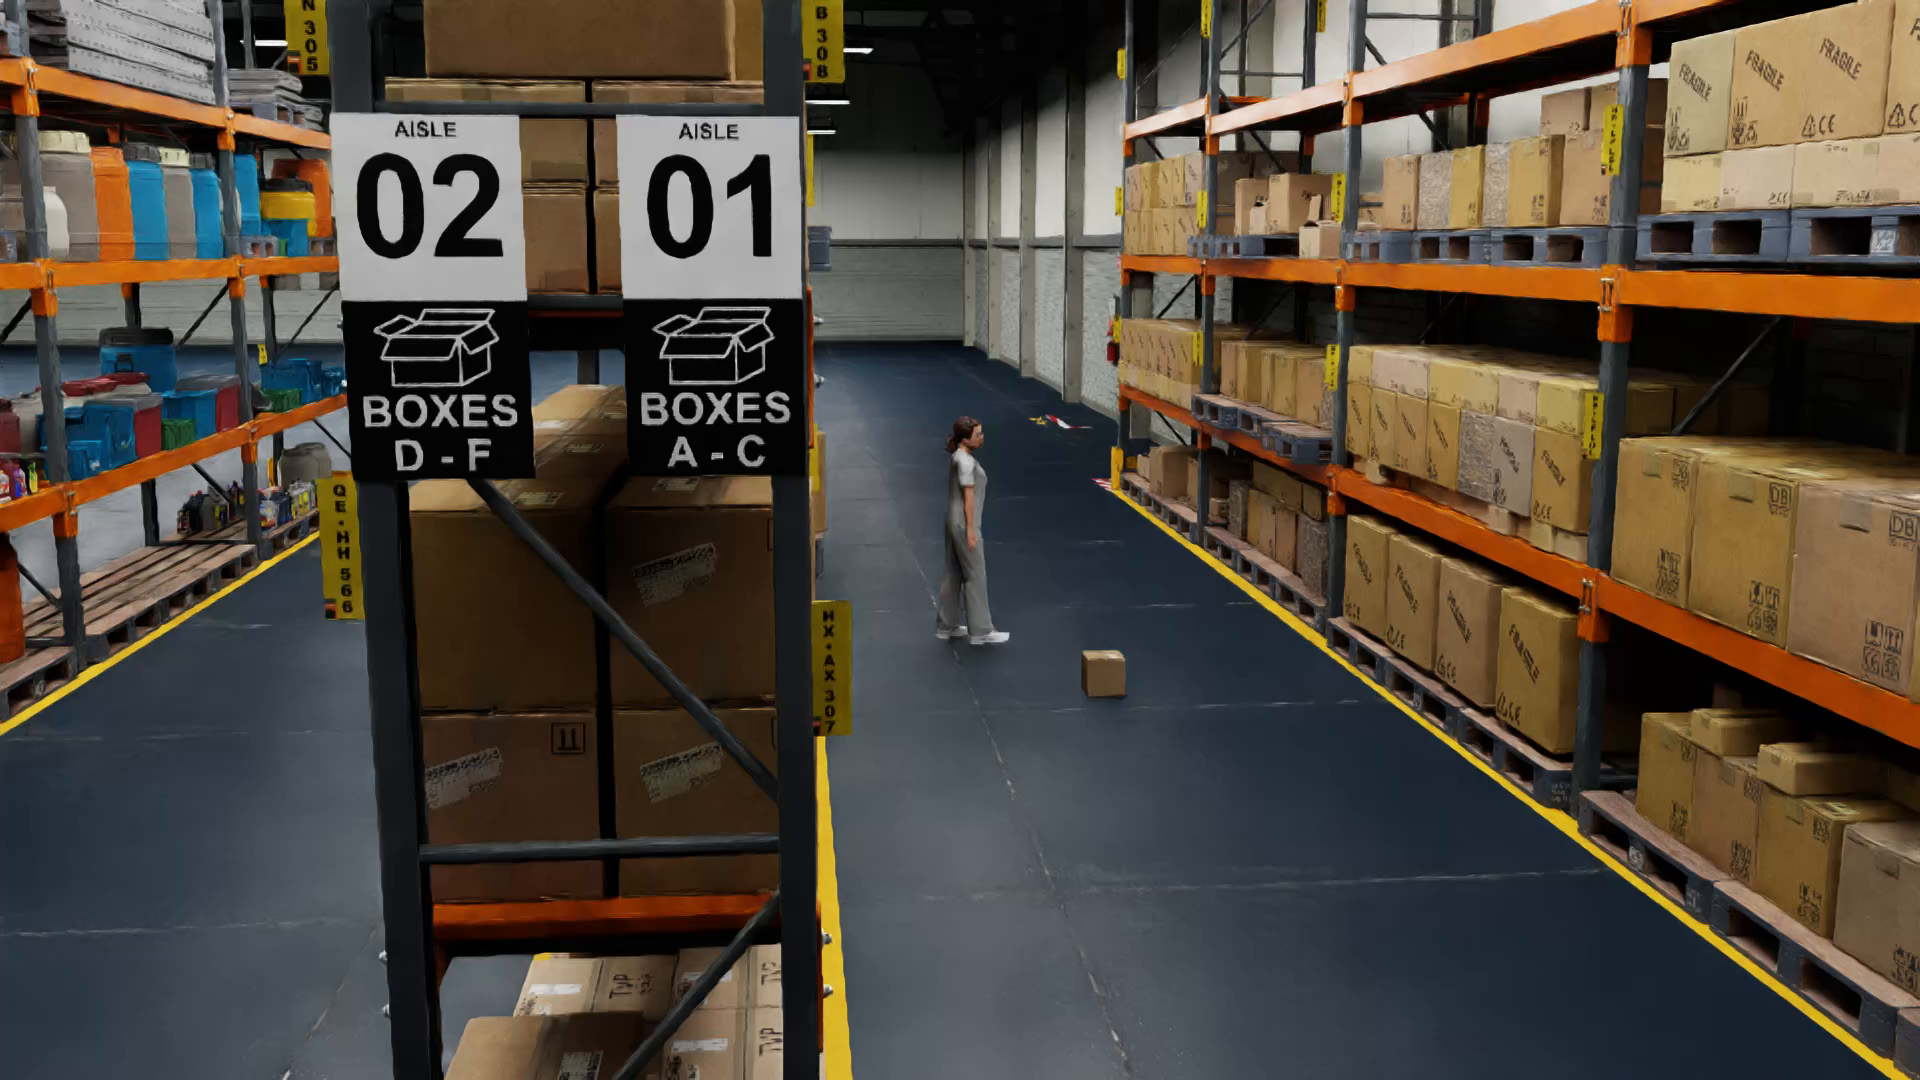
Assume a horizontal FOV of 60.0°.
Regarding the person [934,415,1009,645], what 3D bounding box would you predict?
[{"bbox_3d":[0.088,-0.073,12.172,0.517,1.673,0.616,-2,10,-10],"label":"person"}]
